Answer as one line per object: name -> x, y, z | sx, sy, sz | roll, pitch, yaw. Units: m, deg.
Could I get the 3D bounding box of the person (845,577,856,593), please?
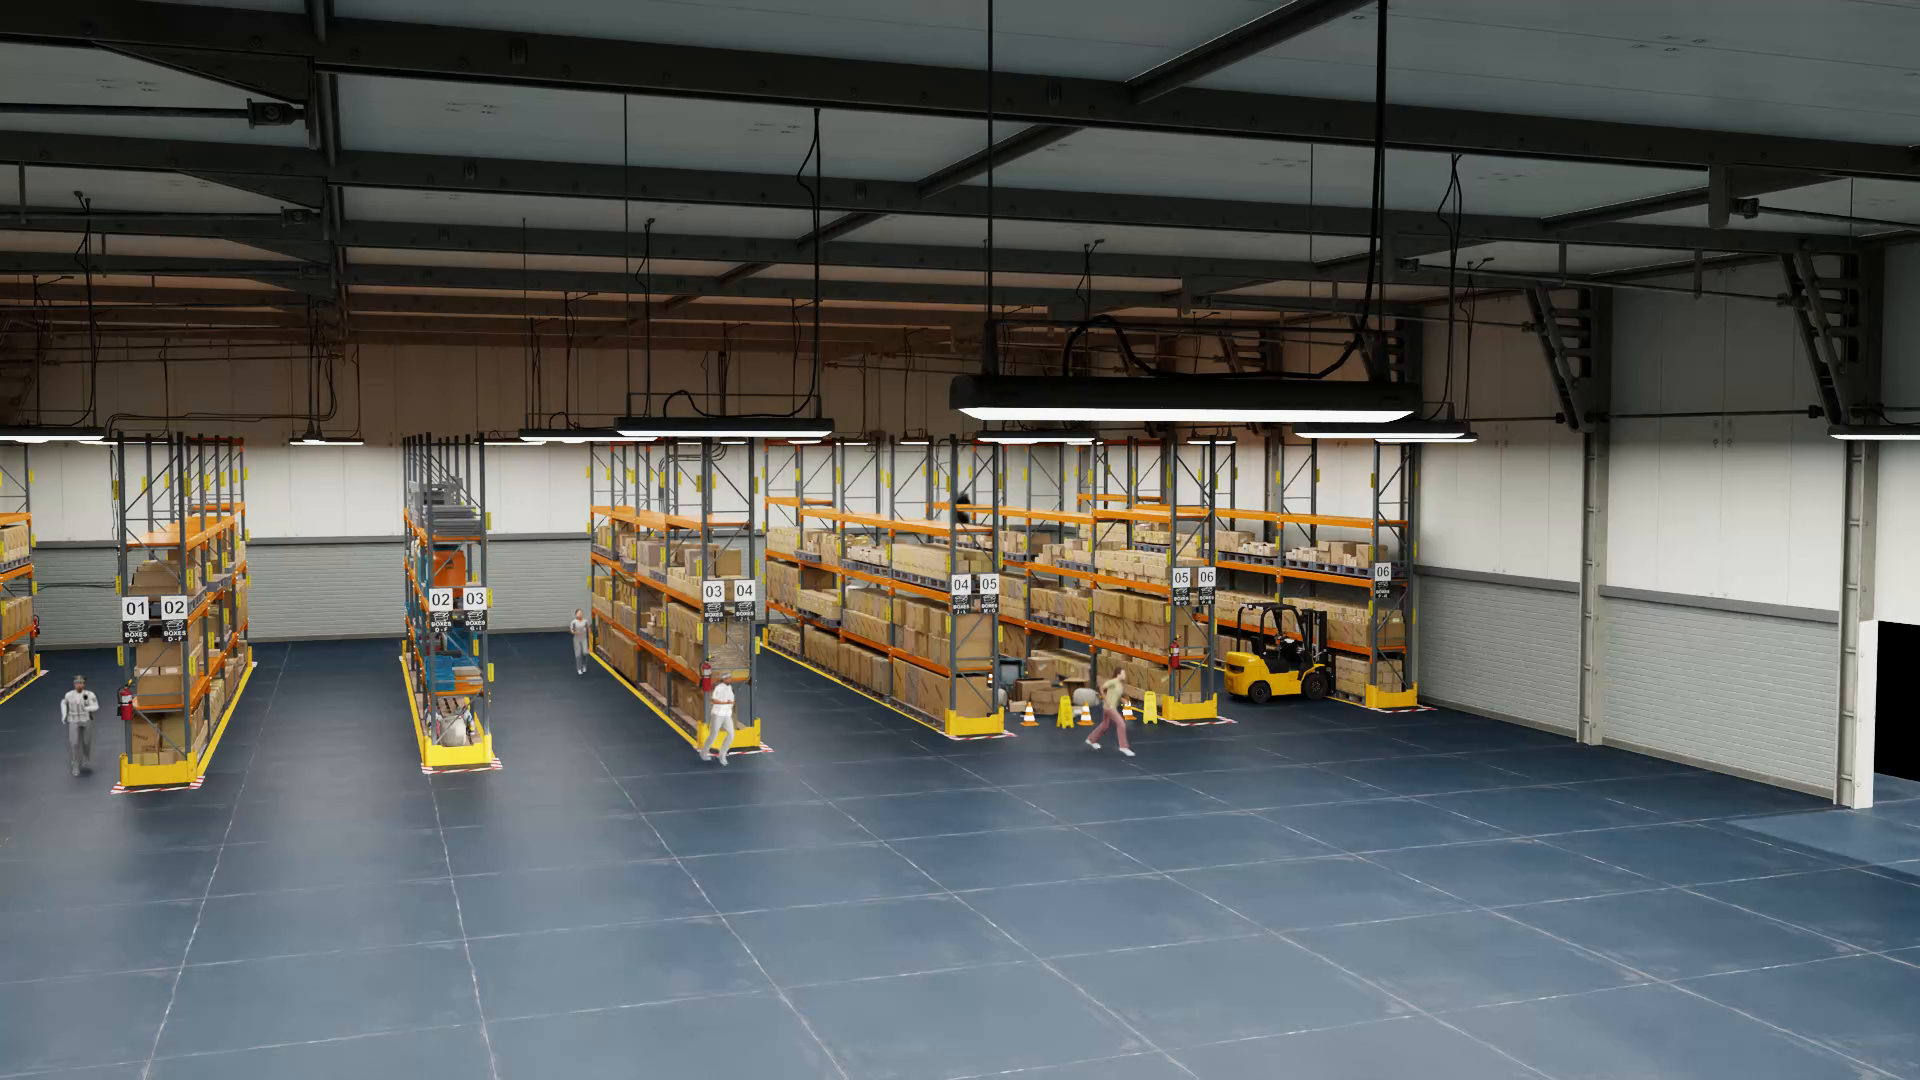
person -> -3.389, 1.990, 50.759 | 0.968, 1.748, 0.657 | -2, 4, -33

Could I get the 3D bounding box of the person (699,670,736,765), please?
person -> -4.318, 3.226, 30.277 | 0.679, 1.713, 0.611 | 2, 4, 37

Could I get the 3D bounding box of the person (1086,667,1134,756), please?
person -> 2.798, 3.178, 31.072 | 0.996, 1.648, 0.610 | 2, 4, 26

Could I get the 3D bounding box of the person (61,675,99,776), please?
person -> -15.495, 3.225, 29.281 | 0.598, 1.705, 0.850 | -2, 4, -26

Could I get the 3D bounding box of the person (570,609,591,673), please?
person -> -9.576, 2.559, 42.023 | 0.542, 1.635, 0.631 | -1, 3, -19
